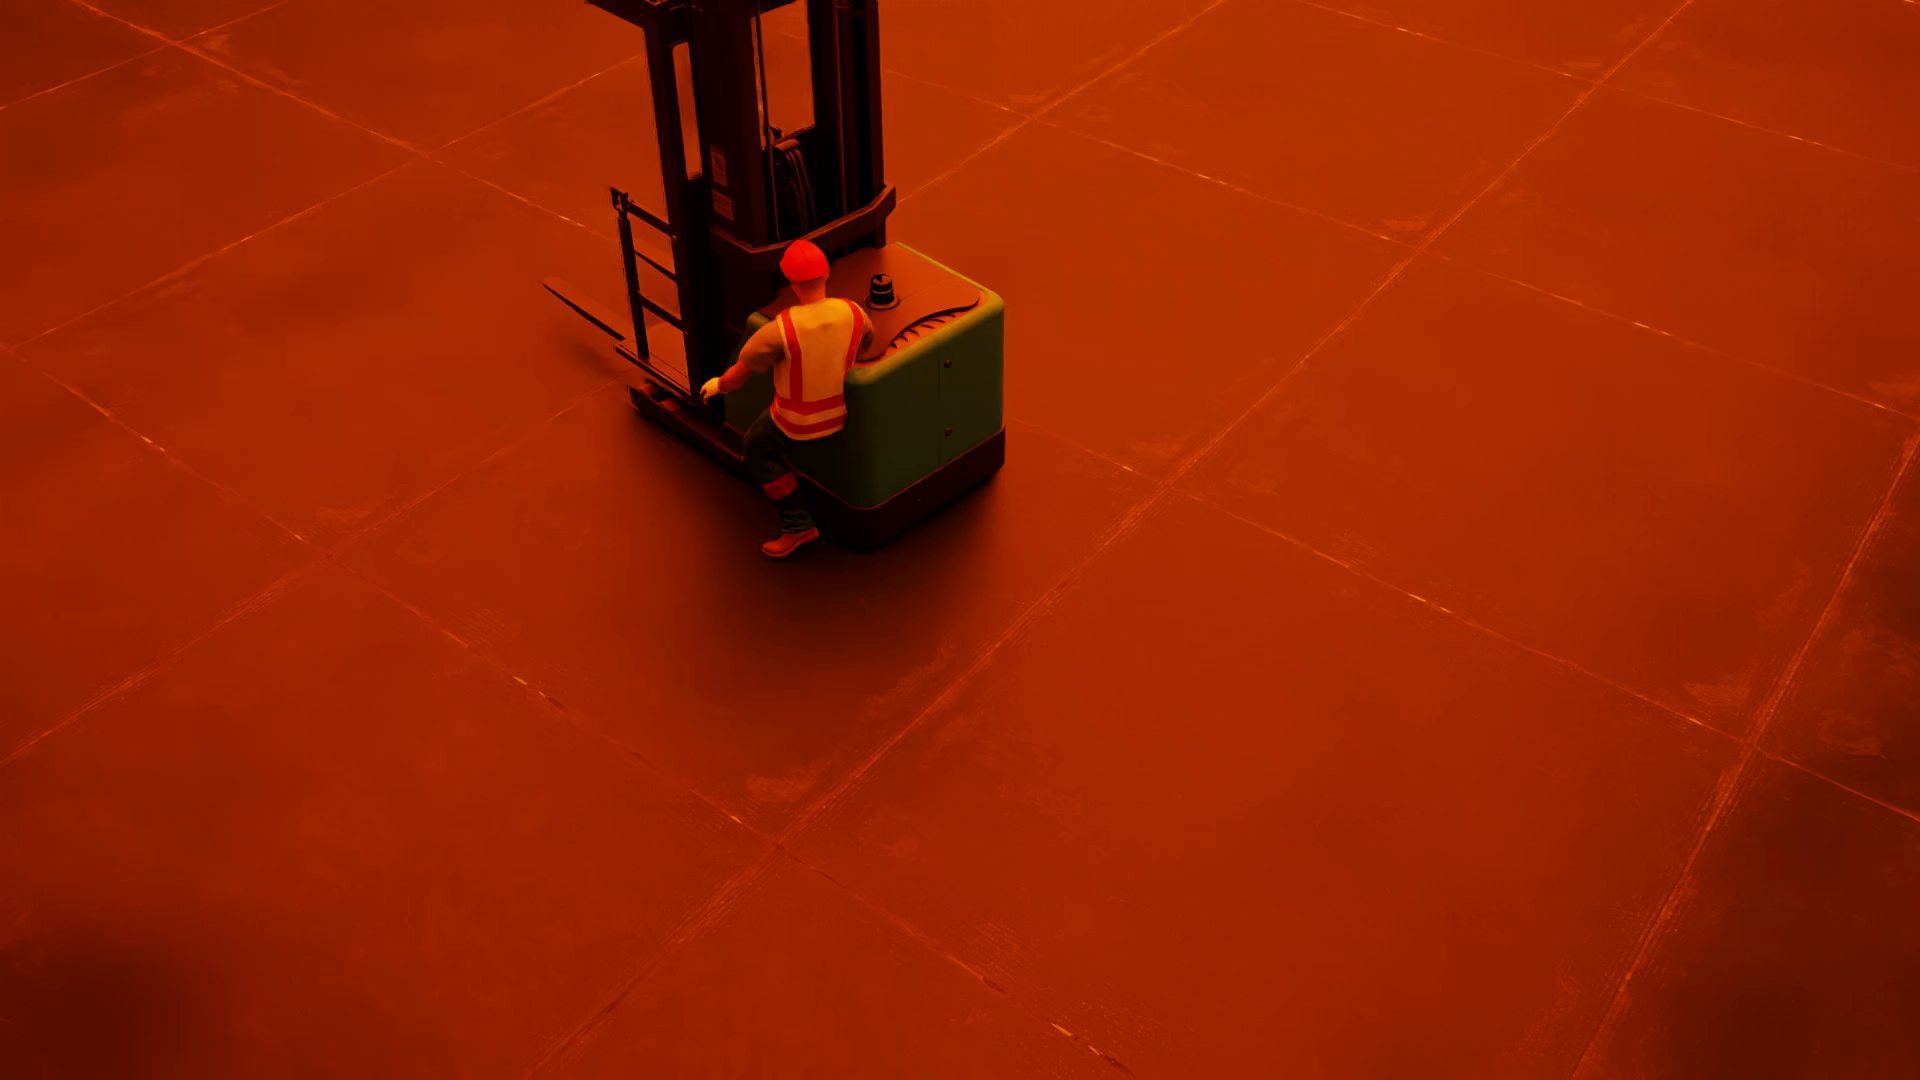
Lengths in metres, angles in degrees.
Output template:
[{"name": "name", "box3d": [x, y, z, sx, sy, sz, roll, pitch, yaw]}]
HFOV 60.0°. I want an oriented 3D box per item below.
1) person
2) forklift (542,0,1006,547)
[{"name": "person", "box3d": [-0.765, -0.713, 7.906, 0.901, 1.661, 0.661, -17, 43, -19]}, {"name": "forklift", "box3d": [-1.161, -1.932, 8.341, 1.130, 2.935, 3.031, -33, 50, -32]}]
